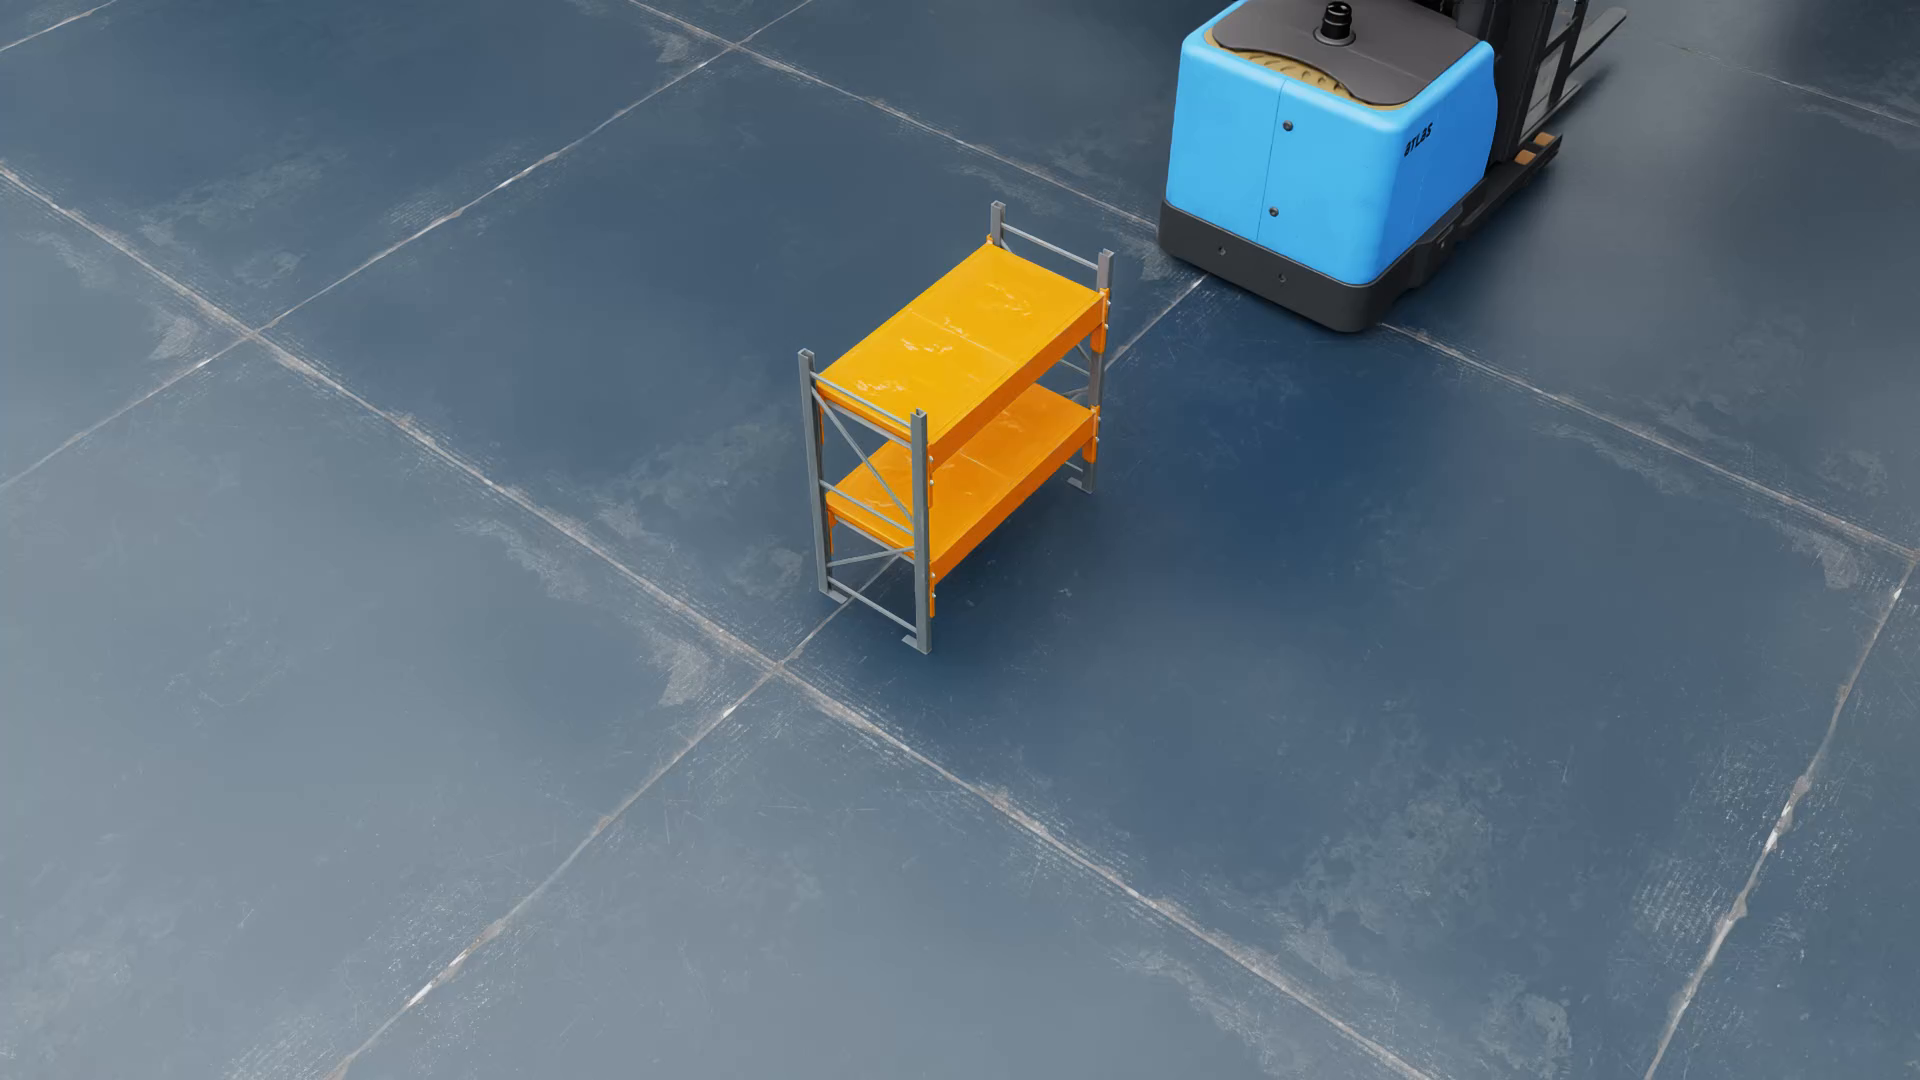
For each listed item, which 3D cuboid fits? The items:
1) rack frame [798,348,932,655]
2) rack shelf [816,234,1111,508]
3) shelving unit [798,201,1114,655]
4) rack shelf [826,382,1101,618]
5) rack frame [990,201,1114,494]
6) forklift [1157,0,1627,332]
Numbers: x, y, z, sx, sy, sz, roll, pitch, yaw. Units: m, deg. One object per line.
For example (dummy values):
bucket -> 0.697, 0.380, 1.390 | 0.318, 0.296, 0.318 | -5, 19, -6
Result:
rack frame -> -0.307, -0.102, 5.569 | 0.500, 1.125, 0.032 | 29, 53, 25
rack shelf -> 0.004, -0.595, 5.635 | 0.538, 0.278, 1.000 | 29, 53, 25
shelving unit -> 0.004, -0.392, 5.847 | 0.538, 1.125, 1.048 | 29, 53, 25
rack shelf -> 0.004, -0.224, 6.024 | 0.538, 0.278, 1.000 | 29, 53, 25
rack frame -> 0.315, -0.683, 6.125 | 0.500, 1.125, 0.032 | 29, 53, 25
forklift -> 2.207, -2.888, 6.982 | 1.130, 2.935, 3.031 | 31, 54, 26
